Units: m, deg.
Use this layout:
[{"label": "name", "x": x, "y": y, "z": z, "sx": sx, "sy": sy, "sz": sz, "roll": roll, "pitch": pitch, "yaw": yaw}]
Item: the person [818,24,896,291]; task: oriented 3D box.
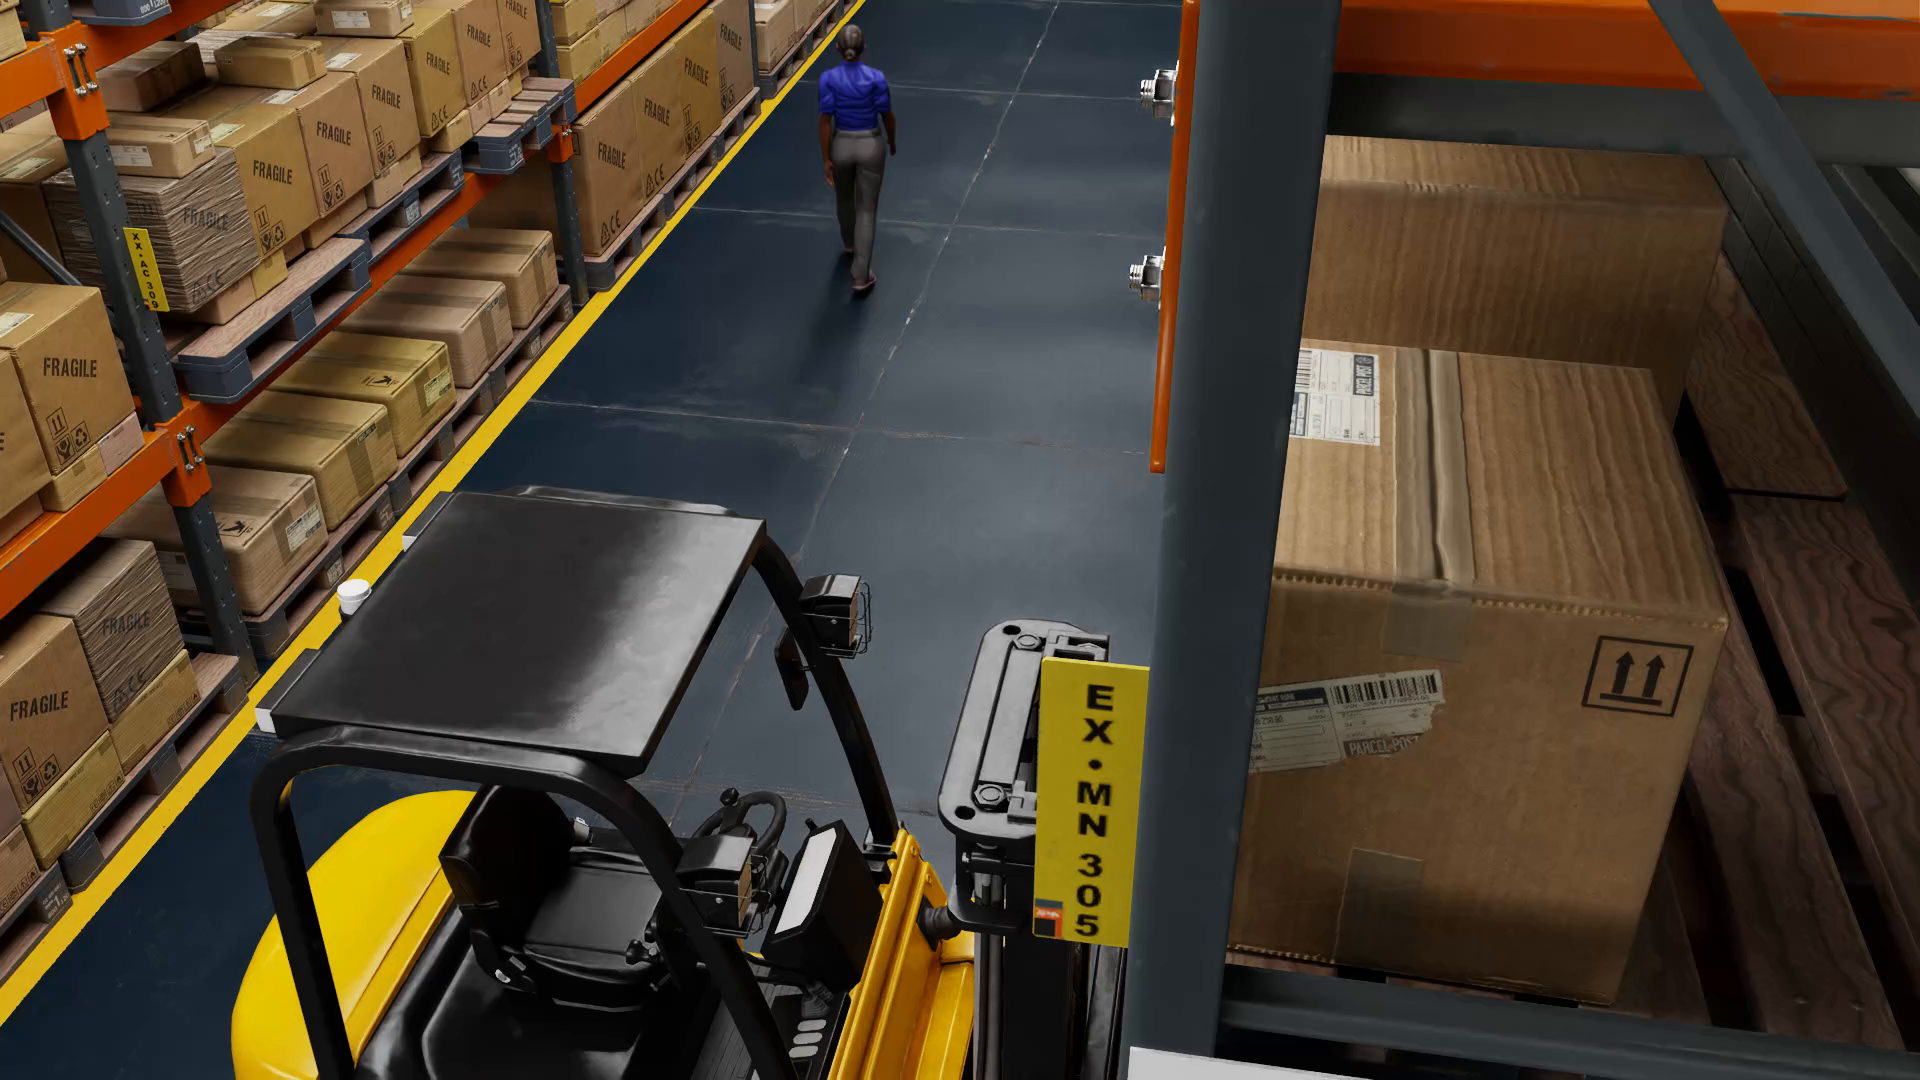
[{"label": "person", "x": -0.630, "y": -2.478, "z": 10.501, "sx": 0.456, "sy": 1.601, "sz": 0.946, "roll": 3, "pitch": 33, "yaw": 5}]
